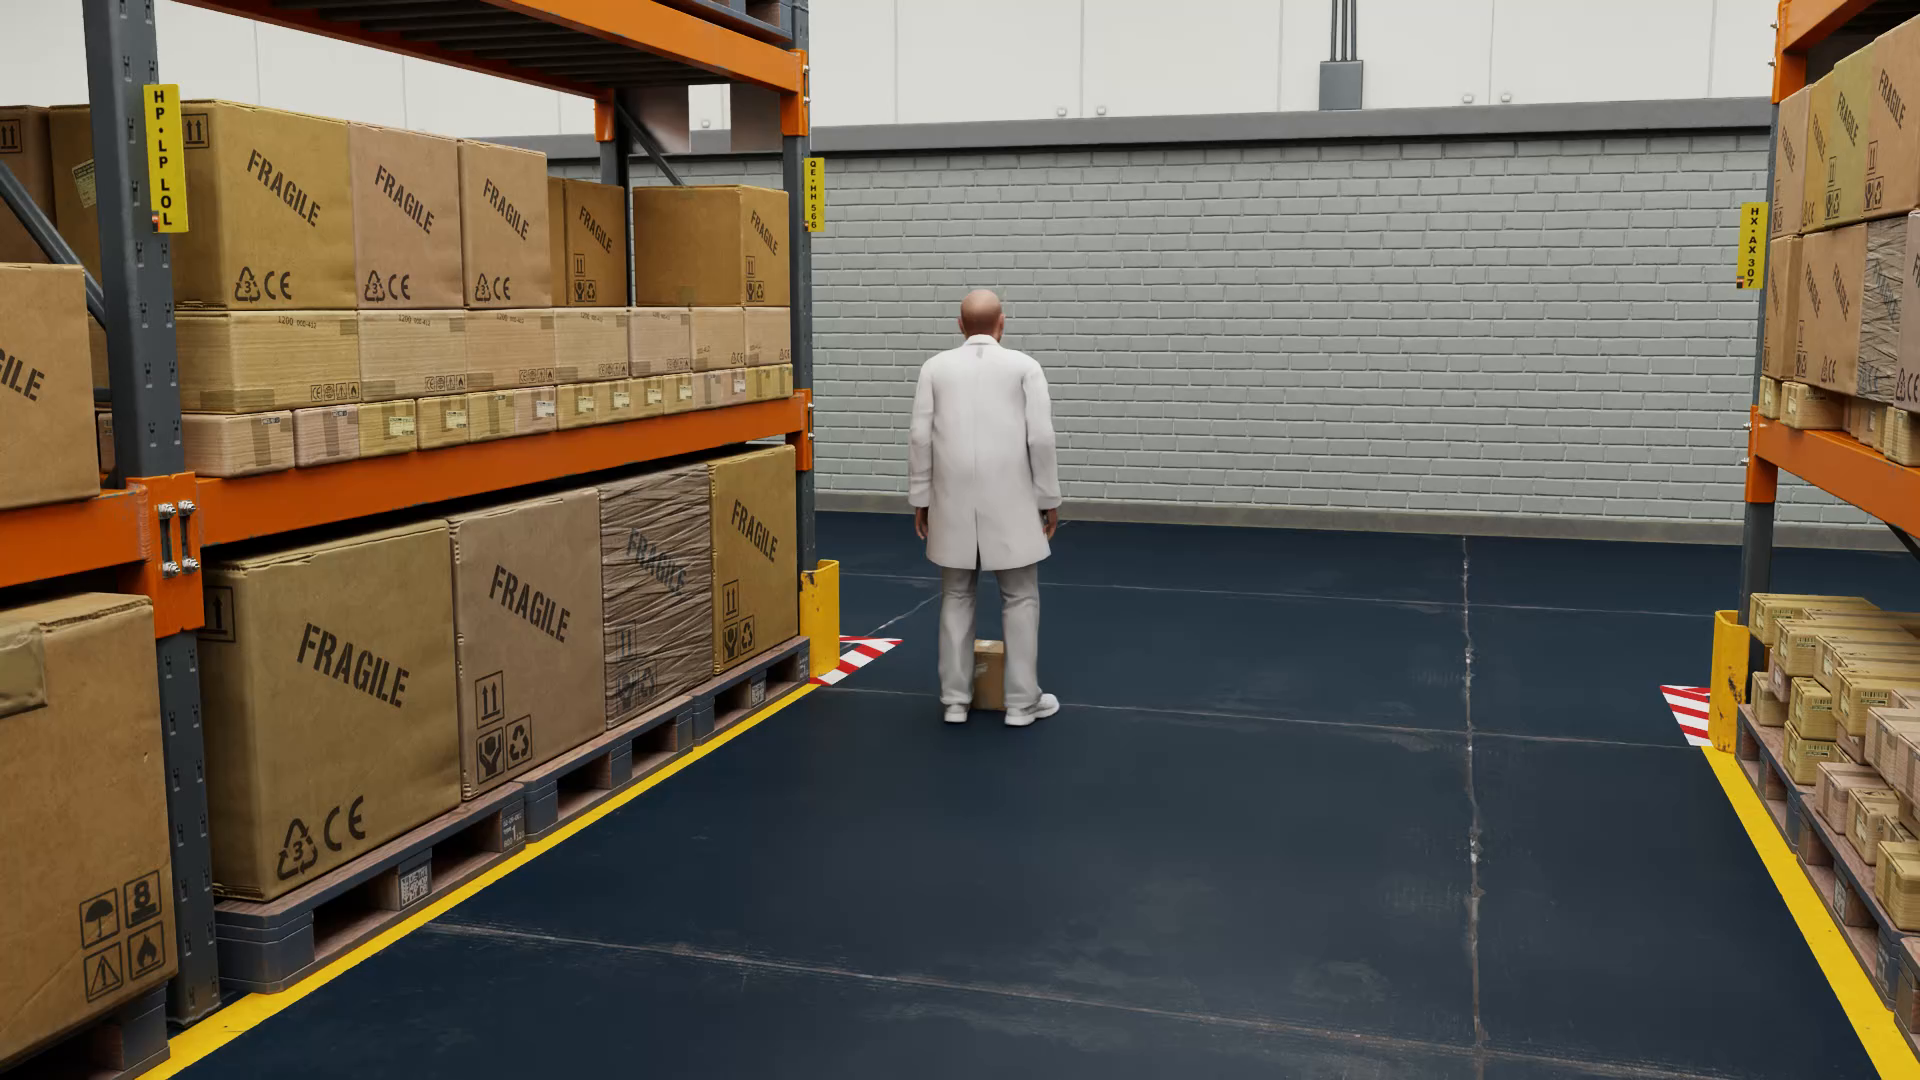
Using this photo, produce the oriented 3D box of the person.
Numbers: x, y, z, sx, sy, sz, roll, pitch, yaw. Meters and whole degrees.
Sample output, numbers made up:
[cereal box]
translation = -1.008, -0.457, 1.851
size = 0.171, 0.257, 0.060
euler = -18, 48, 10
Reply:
[person]
translation = 0.101, -0.136, 6.833
size = 0.642, 1.772, 0.431
euler = 2, 8, 13
